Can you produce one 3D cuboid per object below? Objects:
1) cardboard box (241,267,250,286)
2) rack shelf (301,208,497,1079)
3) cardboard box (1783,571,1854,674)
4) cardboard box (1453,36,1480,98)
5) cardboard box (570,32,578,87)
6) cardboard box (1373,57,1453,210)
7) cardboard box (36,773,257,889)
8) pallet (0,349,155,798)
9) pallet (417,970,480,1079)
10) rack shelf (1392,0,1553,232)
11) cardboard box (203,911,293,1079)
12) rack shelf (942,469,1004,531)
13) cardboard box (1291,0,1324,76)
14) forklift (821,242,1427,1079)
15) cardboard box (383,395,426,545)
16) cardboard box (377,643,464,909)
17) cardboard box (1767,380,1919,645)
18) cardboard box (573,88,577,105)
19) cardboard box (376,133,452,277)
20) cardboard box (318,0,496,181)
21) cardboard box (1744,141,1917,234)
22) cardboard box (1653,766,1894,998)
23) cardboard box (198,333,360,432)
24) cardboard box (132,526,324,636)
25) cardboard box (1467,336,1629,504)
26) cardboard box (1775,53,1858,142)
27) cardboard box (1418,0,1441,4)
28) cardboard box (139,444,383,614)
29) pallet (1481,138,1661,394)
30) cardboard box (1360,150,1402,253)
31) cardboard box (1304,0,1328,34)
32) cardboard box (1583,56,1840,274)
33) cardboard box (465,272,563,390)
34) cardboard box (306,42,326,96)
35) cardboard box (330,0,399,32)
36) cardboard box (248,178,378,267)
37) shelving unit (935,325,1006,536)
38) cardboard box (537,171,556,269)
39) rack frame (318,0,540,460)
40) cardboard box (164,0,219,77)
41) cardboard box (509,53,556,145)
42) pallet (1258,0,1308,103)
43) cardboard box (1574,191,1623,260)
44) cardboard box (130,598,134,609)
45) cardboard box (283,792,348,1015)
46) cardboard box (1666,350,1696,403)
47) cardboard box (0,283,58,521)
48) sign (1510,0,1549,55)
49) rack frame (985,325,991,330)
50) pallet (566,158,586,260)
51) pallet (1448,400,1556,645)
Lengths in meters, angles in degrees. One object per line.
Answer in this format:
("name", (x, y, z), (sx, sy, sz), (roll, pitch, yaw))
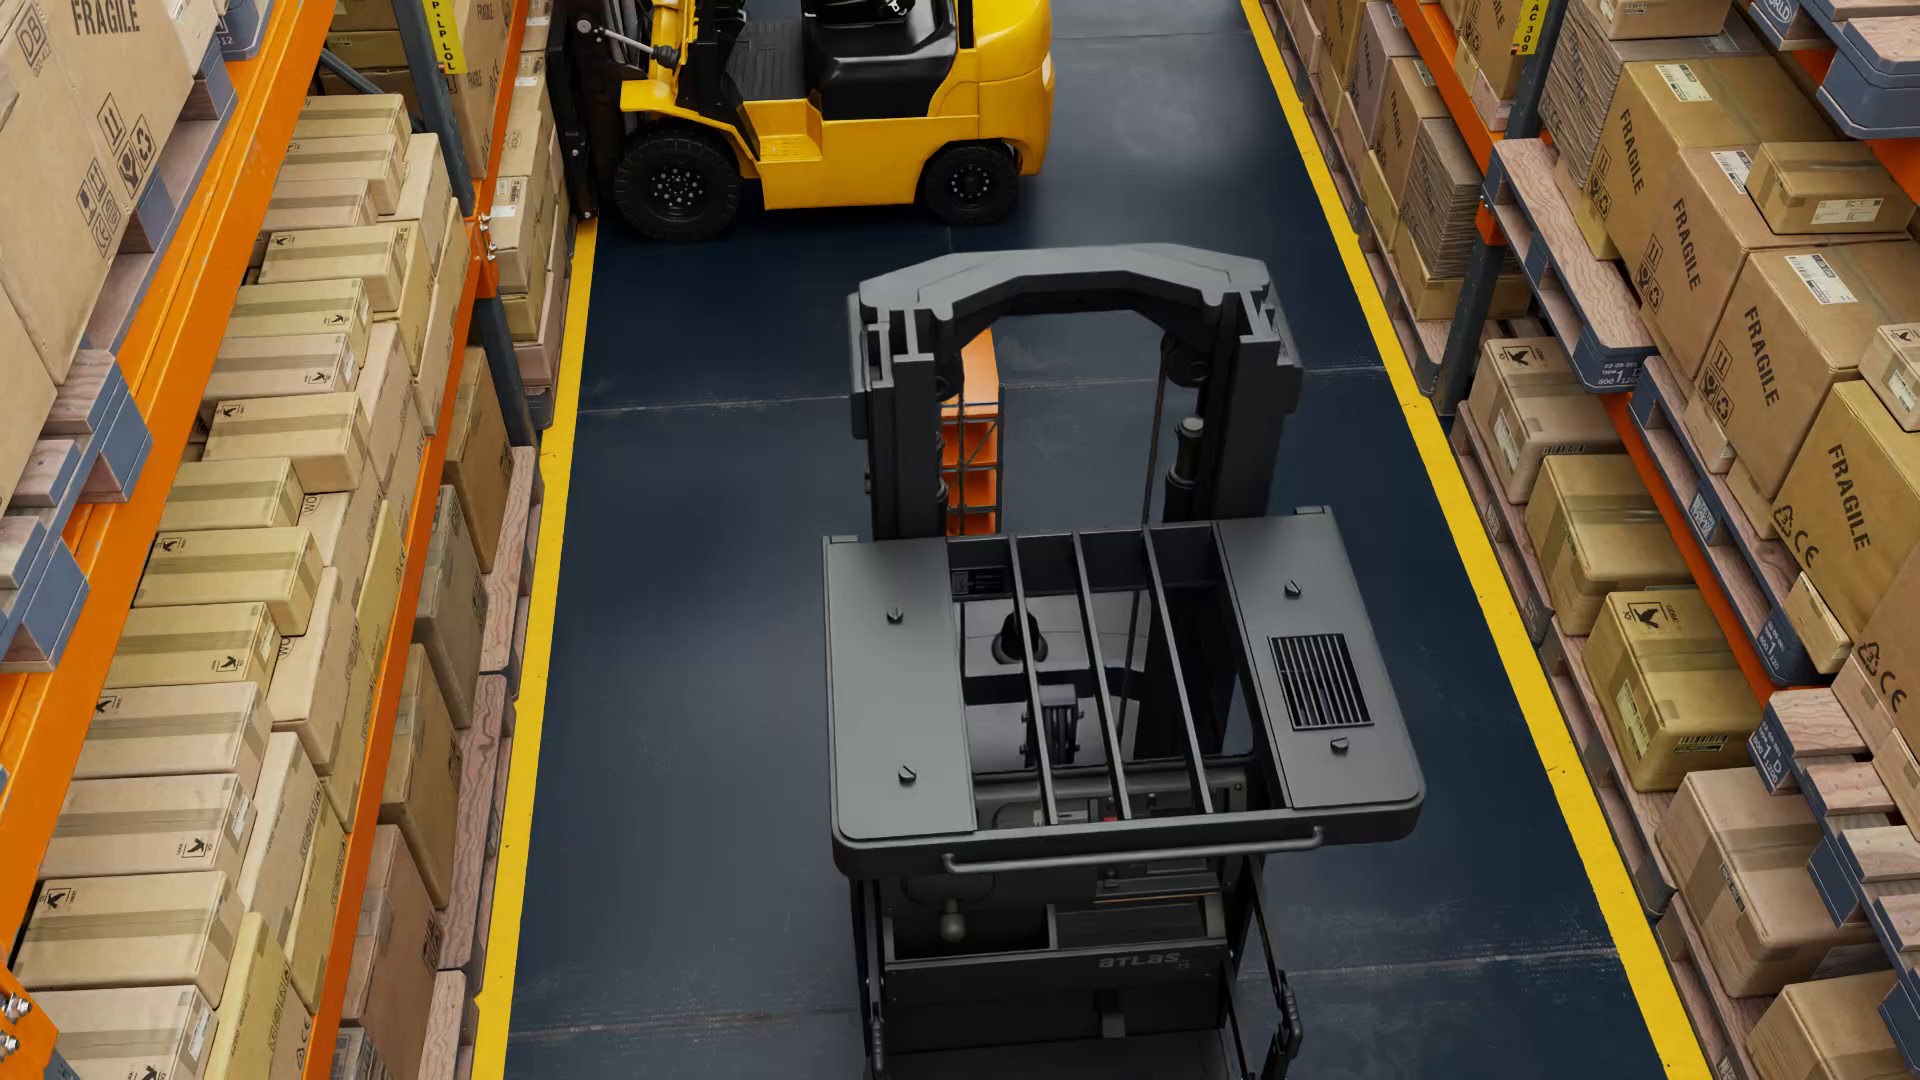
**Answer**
("cardboard box", (-2.505, -0.718, 5.260), (0.500, 0.250, 0.500), (-4, 47, -4))
("rack shelf", (-2.157, 0.349, 4.985), (1.077, 0.370, 4.000), (-3, 47, -3))
("cardboard box", (2.484, 0.214, 4.502), (0.380, 0.149, 0.250), (-3, 47, -3))
("cardboard box", (2.263, -1.957, 6.847), (0.380, 0.149, 0.250), (-3, 47, -2))
("cardboard box", (-2.212, -2.541, 8.487), (0.500, 0.250, 0.500), (-4, 47, -4))
("cardboard box", (2.260, -1.886, 7.695), (0.500, 0.500, 0.500), (-3, 47, -3))
("cardboard box", (-1.793, 0.666, 3.675), (0.380, 0.149, 0.250), (-2, 47, -2))
("pallet", (-2.135, 0.097, 2.793), (1.213, 0.211, 1.003), (-2, 47, -1))
("pallet", (-2.019, 1.910, 4.932), (1.003, 0.211, 1.213), (-3, 47, -3))
("rack shelf", (2.454, -2.849, 8.014), (1.077, 0.370, 4.000), (-3, 47, -3))
("cardboard box", (-1.758, 1.091, 3.546), (0.500, 0.250, 0.500), (-4, 47, -3))
("rack shelf", (0.014, -0.247, 6.386), (0.258, 0.148, 0.480), (-3, 47, -3))
("cardboard box", (2.114, -2.772, 9.051), (0.500, 0.250, 0.500), (-2, 47, -2))
("forklift", (0.275, 0.886, 4.029), (1.130, 2.935, 3.031), (-4, 47, -3))
("cardboard box", (-1.963, -0.220, 5.132), (0.500, 0.250, 0.500), (-3, 47, -3))
("cardboard box", (-2.147, 0.810, 5.400), (0.875, 0.625, 0.625), (-5, 47, -5))
("cardboard box", (2.544, -0.087, 4.340), (0.500, 0.500, 0.500), (-6, 47, -6))
("cardboard box", (-2.174, -2.020, 8.338), (0.500, 0.250, 0.500), (-2, 47, -2))
("cardboard box", (-2.028, -1.126, 5.646), (0.500, 0.250, 0.500), (-4, 47, -4))
("cardboard box", (-2.101, -1.716, 6.377), (0.500, 0.500, 0.500), (-5, 47, -4))
("cardboard box", (2.502, -1.012, 4.769), (0.380, 0.149, 0.250), (-1, 47, -1))
("cardboard box", (2.849, 1.061, 5.336), (0.950, 0.372, 0.625), (-4, 47, -4))
("cardboard box", (-1.938, -0.446, 4.727), (0.380, 0.149, 0.250), (-3, 47, -3))
("cardboard box", (-1.841, 0.110, 4.201), (0.380, 0.149, 0.250), (-3, 47, -2))
("cardboard box", (2.668, -0.511, 6.825), (0.950, 0.372, 0.625), (-3, 47, -3))
("cardboard box", (2.932, -1.252, 5.443), (0.500, 0.500, 0.500), (-3, 47, -3))
("cardboard box", (2.203, -2.512, 7.373), (0.380, 0.149, 0.250), (-4, 47, -4))
("cardboard box", (-1.918, -0.017, 4.596), (0.500, 0.250, 0.500), (-3, 47, -3))
("pallet", (2.541, -1.022, 5.920), (1.003, 0.211, 1.213), (-3, 47, -3))
("cardboard box", (2.250, -1.644, 7.982), (0.500, 0.250, 0.500), (-5, 47, -4))
("cardboard box", (2.129, -3.005, 8.754), (0.500, 0.500, 0.500), (-5, 47, -5))
("cardboard box", (2.418, -1.211, 5.405), (0.500, 0.500, 0.500), (-3, 47, -3))
("cardboard box", (-2.035, -0.914, 7.291), (0.500, 0.250, 0.500), (-3, 47, -3))
("cardboard box", (-2.631, -1.688, 6.350), (0.500, 0.500, 0.500), (-4, 47, -4))
("cardboard box", (-2.055, -1.953, 5.950), (0.380, 0.149, 0.250), (-3, 47, -2))
("cardboard box", (-2.067, -1.003, 5.255), (0.380, 0.149, 0.250), (-4, 47, -3))
("shelving unit", (0.014, -0.293, 6.337), (0.258, 1.200, 0.503), (-3, 47, -3))
("cardboard box", (-2.101, -1.449, 7.453), (0.500, 0.250, 0.500), (-4, 47, -4))
("rack frame", (-2.324, -1.345, 6.094), (1.000, 3.000, 0.127), (-3, 47, -3))
("cardboard box", (-1.865, -1.134, 3.643), (0.380, 0.149, 0.250), (-4, 47, -4))
("cardboard box", (-2.138, -1.987, 7.618), (0.500, 0.250, 0.500), (-2, 47, -2))
("pallet", (2.326, -2.940, 9.525), (1.003, 0.211, 1.213), (-3, 47, -3))
("cardboard box", (2.365, -1.107, 5.753), (0.380, 0.149, 0.250), (-3, 47, -2))
("cardboard box", (-2.388, 0.388, 4.212), (0.500, 0.250, 0.500), (-4, 47, -4))
("cardboard box", (-1.820, 0.901, 4.071), (0.500, 0.250, 0.500), (-4, 47, -4))
("cardboard box", (2.464, -0.539, 5.215), (0.380, 0.149, 0.250), (-3, 47, -3))
("cardboard box", (-1.807, -0.235, 2.550), (0.500, 0.500, 0.500), (-3, 47, -3))
("sign", (2.082, -1.909, 6.032), (0.100, 0.325, 0.005), (-3, 47, -3))
("rack frame", (-0.007, -0.469, 6.505), (0.240, 1.200, 0.015), (-3, 47, -3))
("pallet", (-2.454, -1.849, 8.492), (1.003, 0.211, 1.213), (-3, 47, -3))
("pallet", (2.688, -0.127, 6.862), (1.003, 0.211, 1.213), (-3, 47, -3))
